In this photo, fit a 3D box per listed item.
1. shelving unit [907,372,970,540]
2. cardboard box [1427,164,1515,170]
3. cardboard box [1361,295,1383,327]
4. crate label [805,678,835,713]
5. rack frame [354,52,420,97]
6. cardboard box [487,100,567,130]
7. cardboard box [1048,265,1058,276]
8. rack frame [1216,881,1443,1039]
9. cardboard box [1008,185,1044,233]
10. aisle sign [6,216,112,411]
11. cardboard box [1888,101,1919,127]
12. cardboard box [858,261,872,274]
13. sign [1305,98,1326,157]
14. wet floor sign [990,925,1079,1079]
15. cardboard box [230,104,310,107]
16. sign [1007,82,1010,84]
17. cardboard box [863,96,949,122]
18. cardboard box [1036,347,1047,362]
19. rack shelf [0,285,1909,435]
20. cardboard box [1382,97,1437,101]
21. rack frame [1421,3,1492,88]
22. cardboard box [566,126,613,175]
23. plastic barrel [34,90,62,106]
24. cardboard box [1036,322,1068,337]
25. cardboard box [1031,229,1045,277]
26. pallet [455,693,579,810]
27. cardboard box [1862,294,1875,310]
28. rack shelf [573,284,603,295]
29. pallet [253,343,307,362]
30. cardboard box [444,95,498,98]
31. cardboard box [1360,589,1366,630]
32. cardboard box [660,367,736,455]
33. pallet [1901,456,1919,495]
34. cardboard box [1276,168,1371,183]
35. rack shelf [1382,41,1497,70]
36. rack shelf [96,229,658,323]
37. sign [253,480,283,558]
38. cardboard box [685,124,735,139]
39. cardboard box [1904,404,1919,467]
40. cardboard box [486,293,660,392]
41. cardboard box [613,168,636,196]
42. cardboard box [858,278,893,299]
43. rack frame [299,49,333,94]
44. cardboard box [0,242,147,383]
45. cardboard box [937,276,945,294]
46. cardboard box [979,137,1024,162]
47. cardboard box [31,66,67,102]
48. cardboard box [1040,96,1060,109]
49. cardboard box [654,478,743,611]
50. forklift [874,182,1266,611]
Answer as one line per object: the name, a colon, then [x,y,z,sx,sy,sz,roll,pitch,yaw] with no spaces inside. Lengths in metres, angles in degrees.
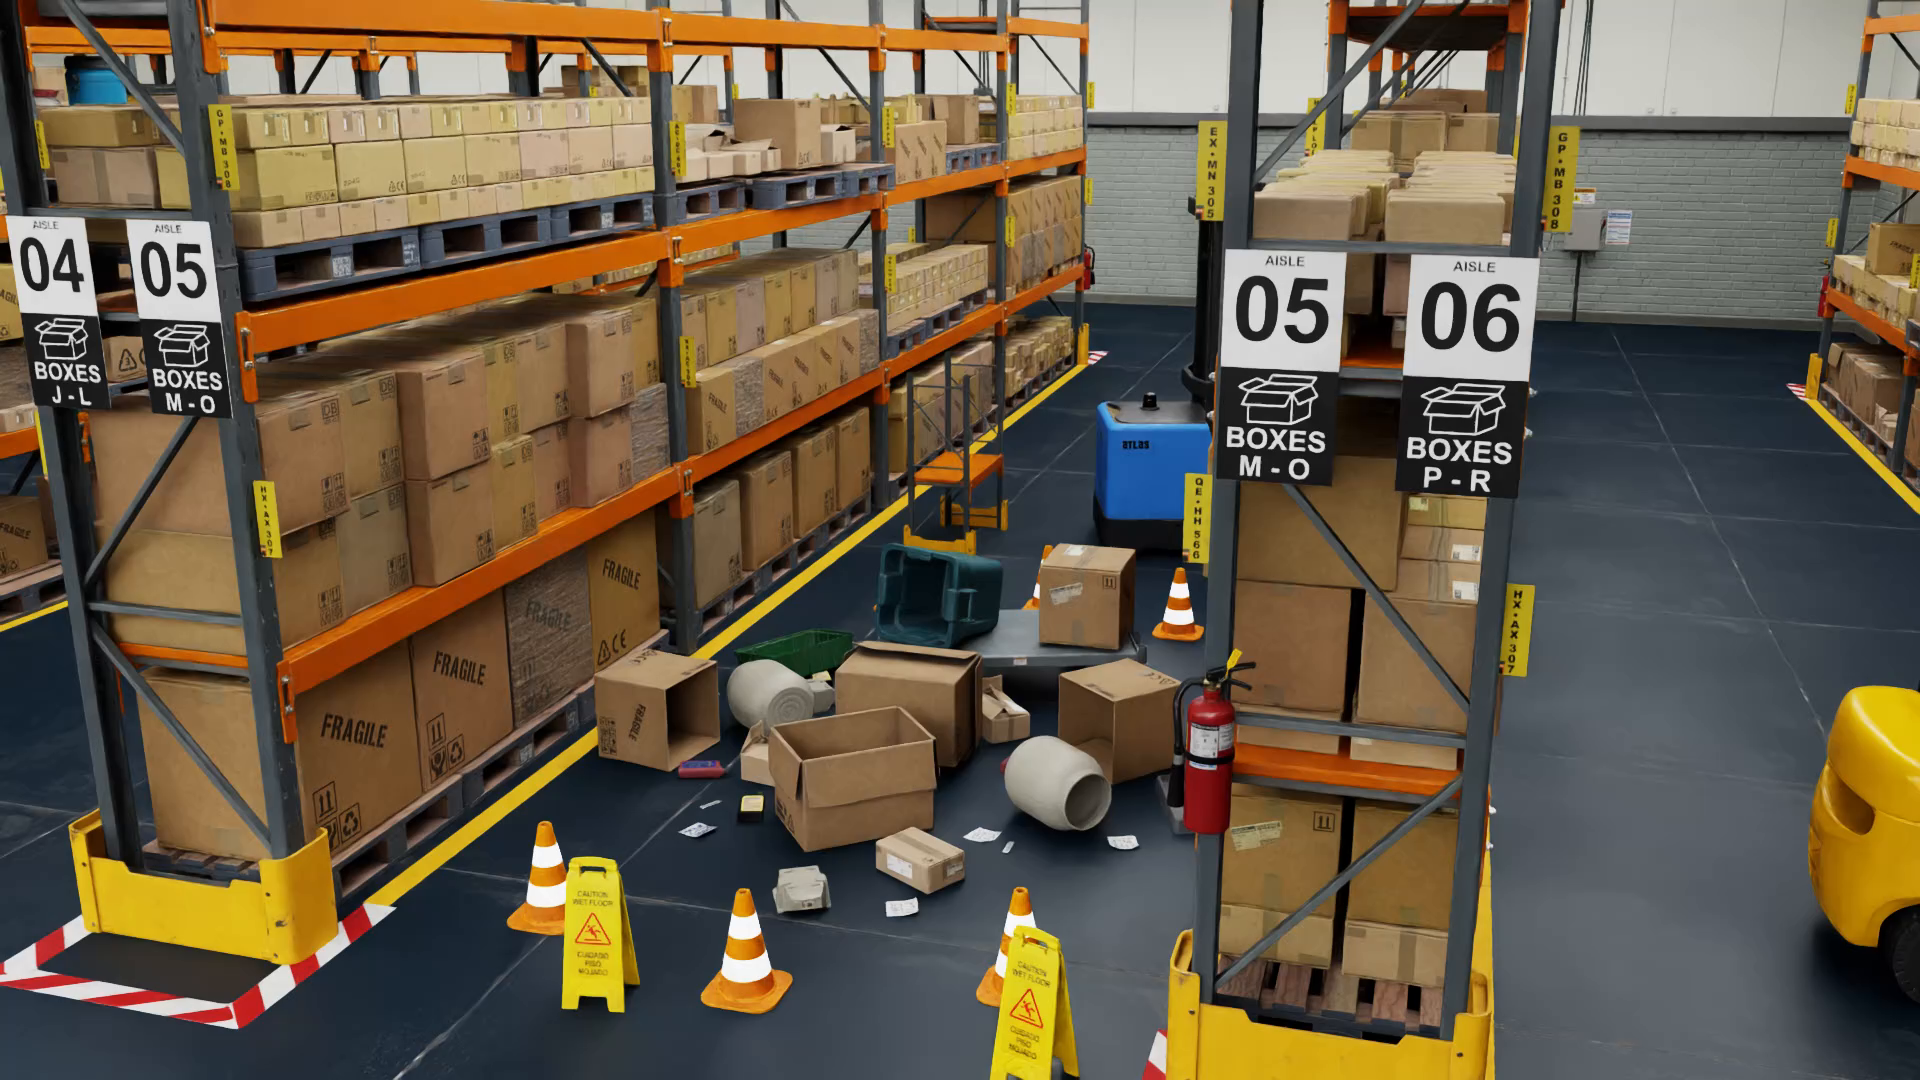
shelving unit: [-0.033,-0.691,13.517,0.500,1.500,0.985,5,16,16]
cardboard box: [2.322,-1.626,7.567,0.380,0.149,0.250,5,17,17]
cardboard box: [1.487,-0.951,6.649,0.380,0.149,0.250,5,17,16]
crate label: [-0.921,0.954,10.214,0.298,0.136,0.250,-7,17,-23]
rack frame: [-8.333,-7.543,23.932,1.000,3.000,0.127,5,16,16]
cardboard box: [-2.353,-2.293,8.965,0.380,0.149,0.250,5,16,16]
cardboard box: [1.004,-3.370,20.672,0.380,0.149,0.250,4,16,13]
rack frame: [1.657,1.794,7.119,1.003,0.211,1.213,5,16,16]
cardboard box: [0.673,-3.853,19.355,0.500,0.500,0.500,5,17,17]
aisle sign: [-3.712,-0.931,6.851,0.394,0.787,0.004,5,16,16]
cardboard box: [9.883,-4.380,17.091,0.500,0.250,0.500,5,17,17]
cardboard box: [-1.061,-2.638,16.234,0.380,0.149,0.250,5,17,19]
sign: [1.974,-2.288,9.233,0.100,0.325,0.005,5,16,16]
wet floor sign: [0.291,1.781,6.368,0.267,0.644,0.232,11,19,35]
cardboard box: [-3.344,-2.012,7.973,0.380,0.149,0.250,5,17,16]
sign: [0.622,-5.767,21.567,0.100,0.325,0.005,5,16,16]
cardboard box: [-0.559,-4.116,16.388,0.797,0.503,0.637,4,16,15]
cardboard box: [0.843,-2.263,20.220,0.380,0.149,0.250,5,17,16]
rack shelf: [1.325,-1.267,14.117,15.872,0.370,15.908,5,16,16]
cardboard box: [4.252,-3.943,15.784,0.500,0.500,0.500,4,16,15]
rack frame: [5.921,-6.390,19.868,0.949,2.616,0.053,5,16,16]
cardboard box: [-2.305,-2.205,9.388,0.500,0.250,0.500,5,16,16]
plastic barrel: [-10.247,-4.750,18.563,0.433,0.535,0.433,0,16,0]
cardboard box: [1.157,-2.681,21.151,0.380,0.149,0.250,4,16,15]
cardboard box: [0.700,-3.375,19.505,0.500,0.500,0.500,4,16,15]
pallet: [-2.903,1.132,9.450,1.003,0.211,1.213,5,16,16]
cardboard box: [9.852,-2.531,17.716,0.380,0.149,0.250,5,17,17]
rack shelf: [-5.289,-2.357,17.960,1.077,0.370,4.000,5,16,16]
pallet: [-6.381,-1.566,14.207,1.003,0.211,1.213,5,16,16]
cardboard box: [-5.297,-4.411,17.427,0.797,0.503,0.637,4,16,15]
cardboard box: [1.553,0.066,7.372,0.500,0.500,0.500,5,16,16]
cardboard box: [-1.860,-0.887,11.277,0.500,0.500,0.500,5,17,16]
pallet: [9.346,-0.517,15.264,1.003,0.211,1.213,5,16,16]
cardboard box: [1.587,-1.539,7.262,0.380,0.149,0.250,5,17,17]
rack shelf: [4.212,-4.282,14.487,1.077,0.370,4.000,5,16,16]
rack shelf: [-2.836,-1.424,8.686,0.919,0.052,3.809,5,16,16]
sign: [-2.874,-0.086,6.903,0.100,0.325,0.005,5,16,16]
cardboard box: [-1.836,-2.981,12.557,0.500,0.311,0.500,4,16,15]
cardboard box: [9.188,-0.964,15.543,0.500,0.500,0.500,5,17,18]
cardboard box: [-2.405,-1.220,10.380,0.875,0.550,0.550,5,16,16]
cardboard box: [-2.136,-2.109,9.777,0.380,0.149,0.250,5,17,17]
cardboard box: [-0.812,-2.243,14.841,0.380,0.149,0.250,5,16,16]
rack frame: [-5.854,-5.066,15.198,0.949,2.616,0.053,5,16,16]
cardboard box: [-6.785,-1.642,12.638,1.134,1.210,1.638,5,16,16]
cardboard box: [-0.363,-2.512,16.334,0.380,0.149,0.250,5,17,18]
cardboard box: [0.391,-4.287,18.224,0.500,0.250,0.500,5,17,19]
cardboard box: [-13.474,-6.615,24.142,0.700,0.500,0.500,5,16,16]
cardboard box: [0.993,-5.292,20.121,0.380,0.149,0.250,4,16,15]
cardboard box: [-2.177,-0.011,11.726,1.050,0.750,0.750,5,16,16]
forklift: [1.761,-1.224,12.772,4.859,2.935,2.543,0,16,-1]
